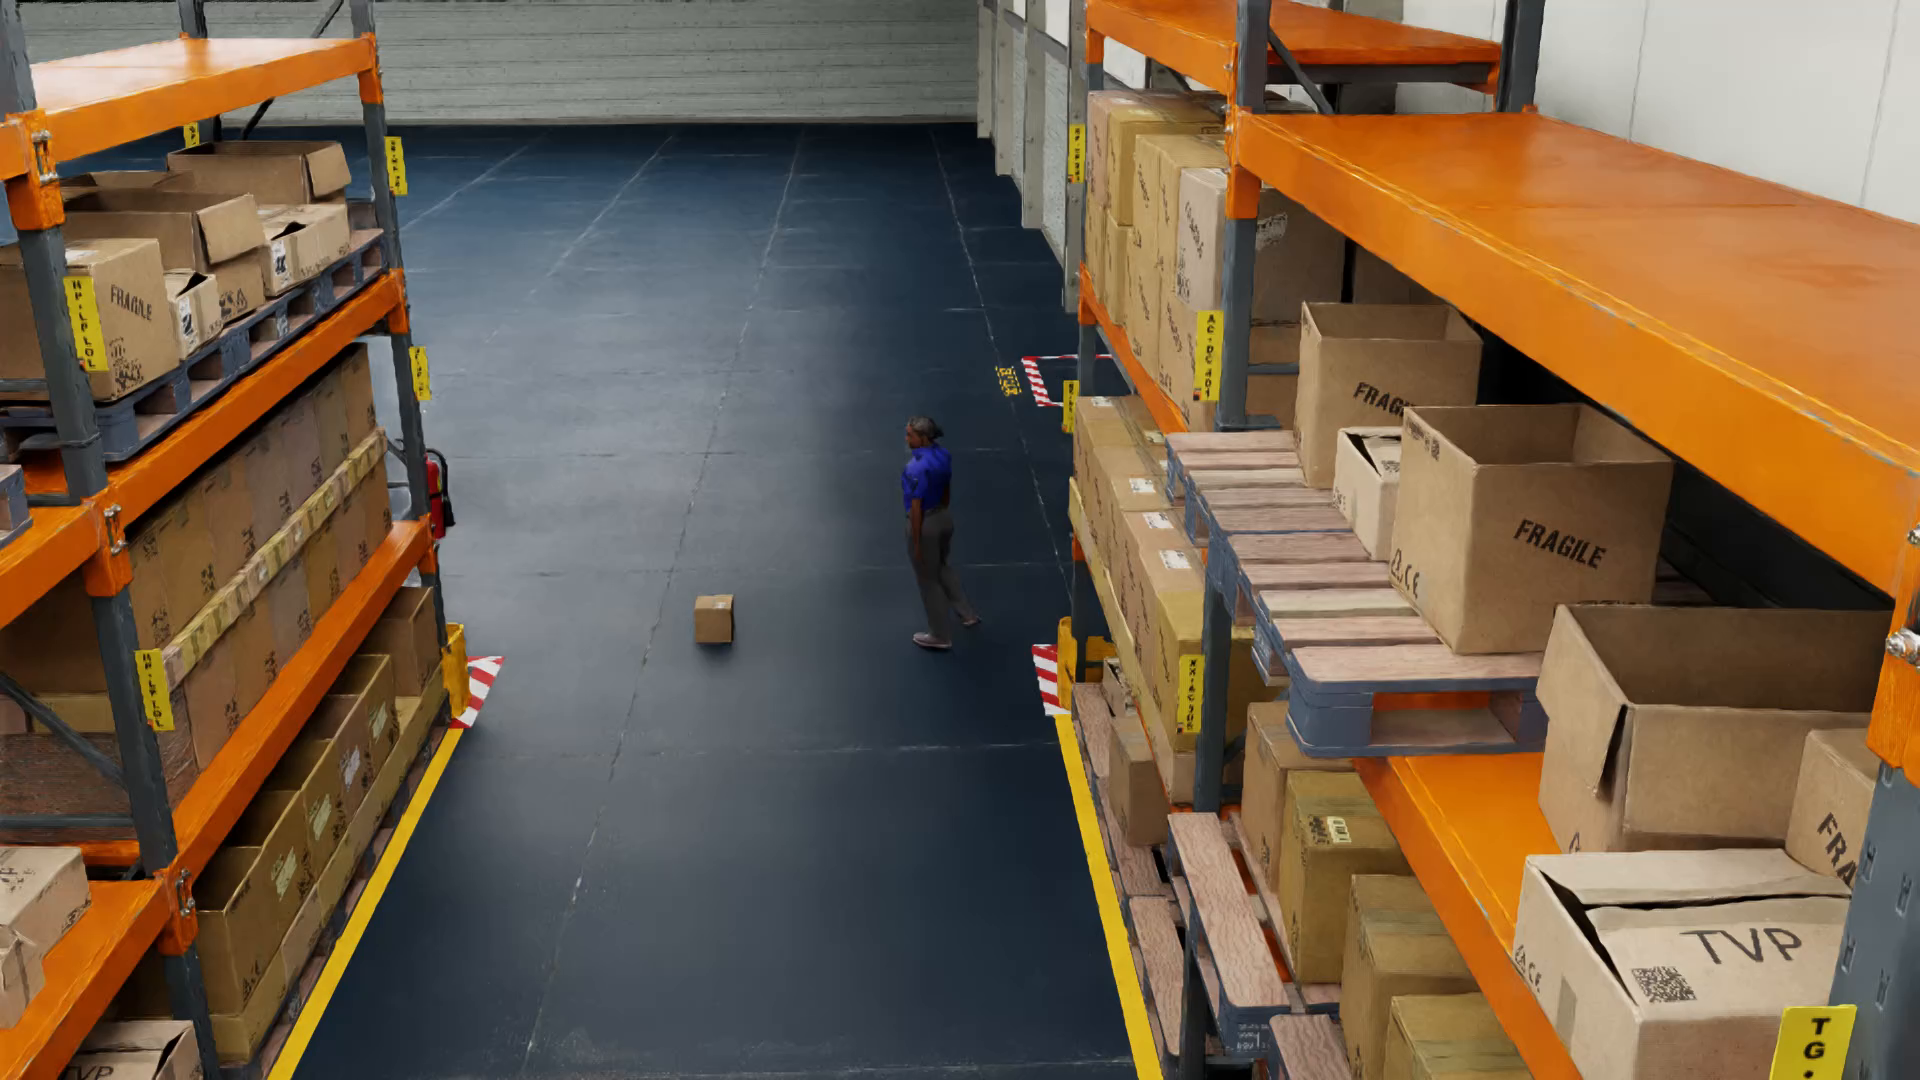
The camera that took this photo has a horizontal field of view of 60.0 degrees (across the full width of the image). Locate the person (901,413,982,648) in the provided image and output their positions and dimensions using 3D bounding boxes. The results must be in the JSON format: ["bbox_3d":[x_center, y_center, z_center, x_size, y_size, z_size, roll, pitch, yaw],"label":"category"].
[{"bbox_3d":[-0.131,-0.075,11.237,0.433,1.651,0.637,13,24,31],"label":"person"}]
